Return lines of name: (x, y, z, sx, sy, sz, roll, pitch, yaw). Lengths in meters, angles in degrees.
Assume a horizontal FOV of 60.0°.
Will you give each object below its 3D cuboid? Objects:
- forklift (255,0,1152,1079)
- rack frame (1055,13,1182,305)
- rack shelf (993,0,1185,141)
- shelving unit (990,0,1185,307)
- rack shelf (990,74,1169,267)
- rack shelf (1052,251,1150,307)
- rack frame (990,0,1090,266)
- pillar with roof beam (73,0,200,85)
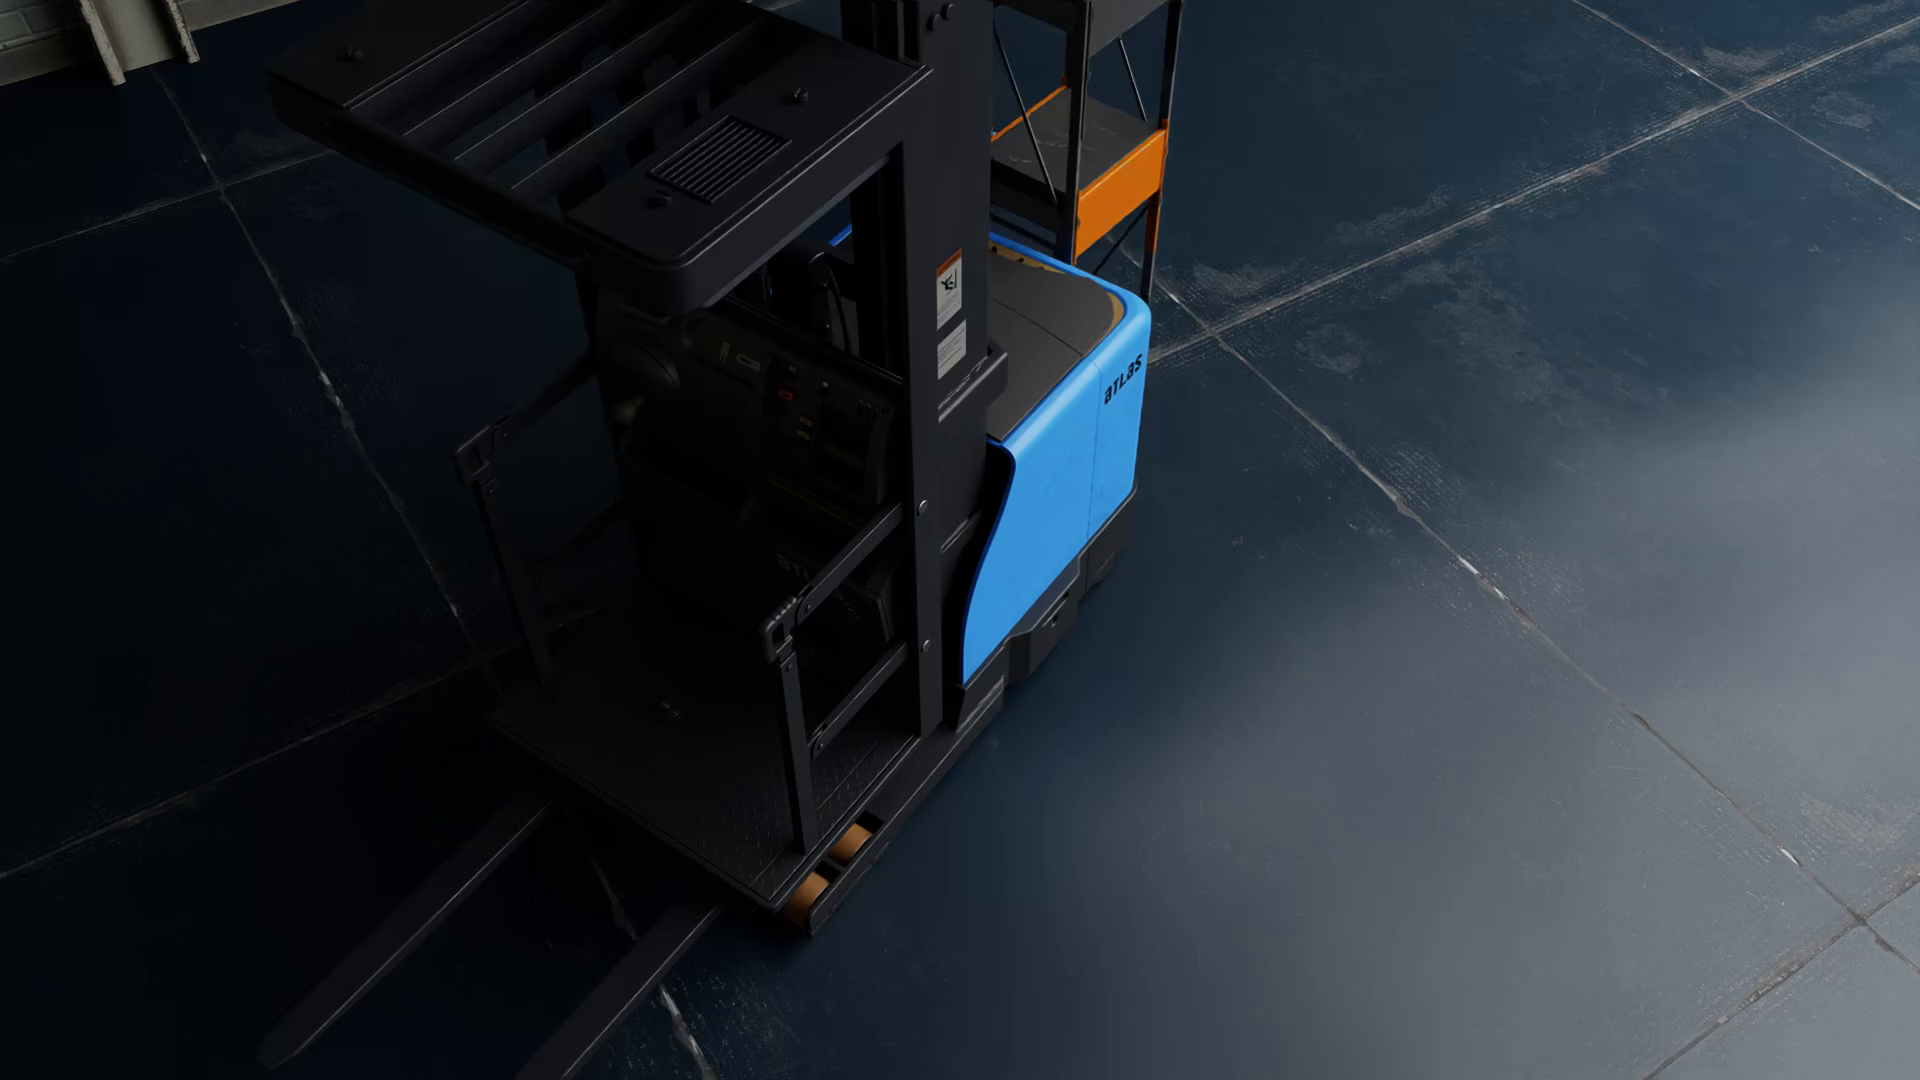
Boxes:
forklift: (-0.670, -0.279, 4.036, 1.130, 2.935, 3.031, 28, 54, 22)
rack frame: (0.496, -1.245, 5.453, 0.400, 2.100, 0.015, 31, 55, 25)
rack shelf: (0.343, -1.559, 4.814, 0.431, 0.518, 0.480, 31, 55, 25)
shelving unit: (0.343, -1.103, 5.326, 0.431, 2.100, 0.503, 31, 55, 25)
rack shelf: (0.343, -1.094, 5.336, 0.431, 0.518, 0.480, 31, 55, 25)
rack shelf: (0.343, -0.628, 5.859, 0.431, 0.518, 0.480, 31, 55, 25)
rack frame: (0.190, -0.961, 5.200, 0.400, 2.100, 0.015, 31, 55, 25)
pillar with roof beam: (-1.487, -2.525, 1.973, 0.400, 9.000, 9.100, -25, 53, -21)
